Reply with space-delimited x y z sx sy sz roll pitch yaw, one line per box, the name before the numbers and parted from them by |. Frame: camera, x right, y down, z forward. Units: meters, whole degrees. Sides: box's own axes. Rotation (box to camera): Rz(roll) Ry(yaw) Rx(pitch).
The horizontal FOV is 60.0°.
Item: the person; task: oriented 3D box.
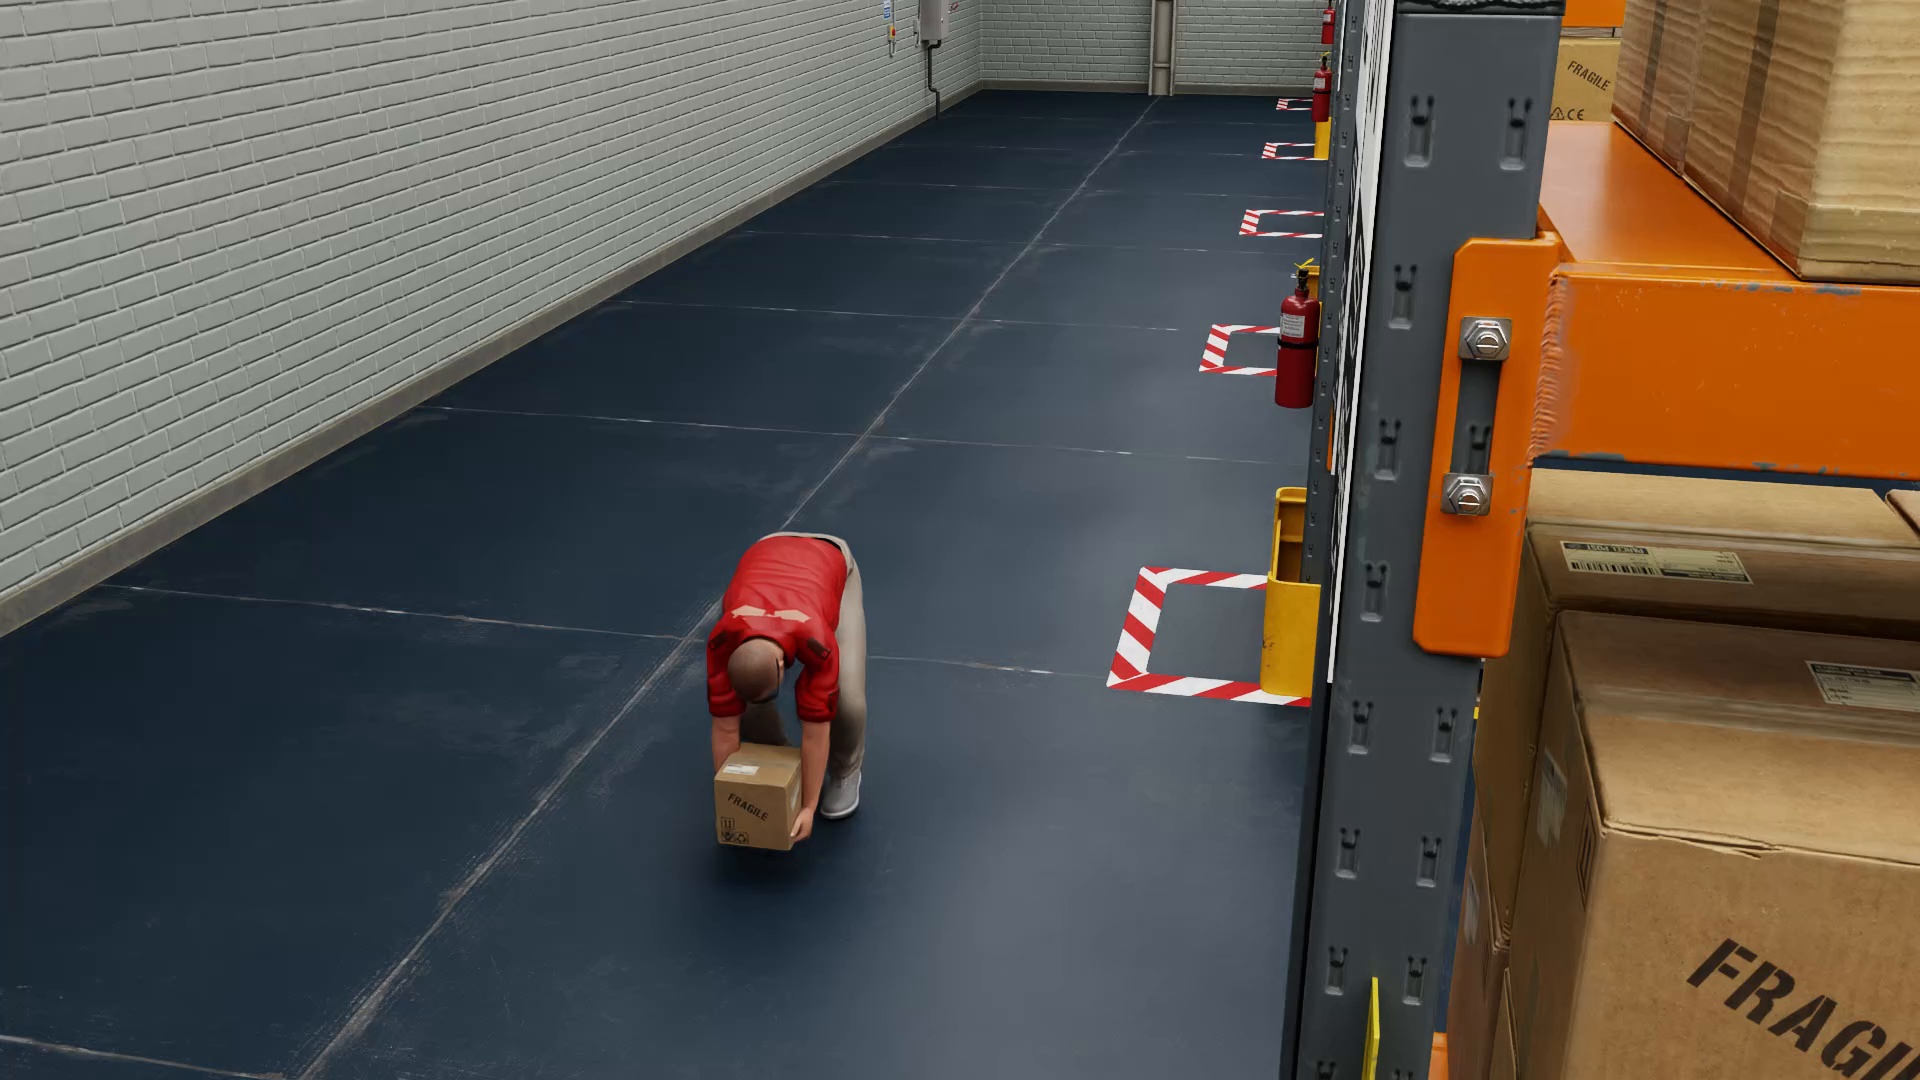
person | -0.601 0.541 5.725 0.524 1.002 0.961 3 22 8
